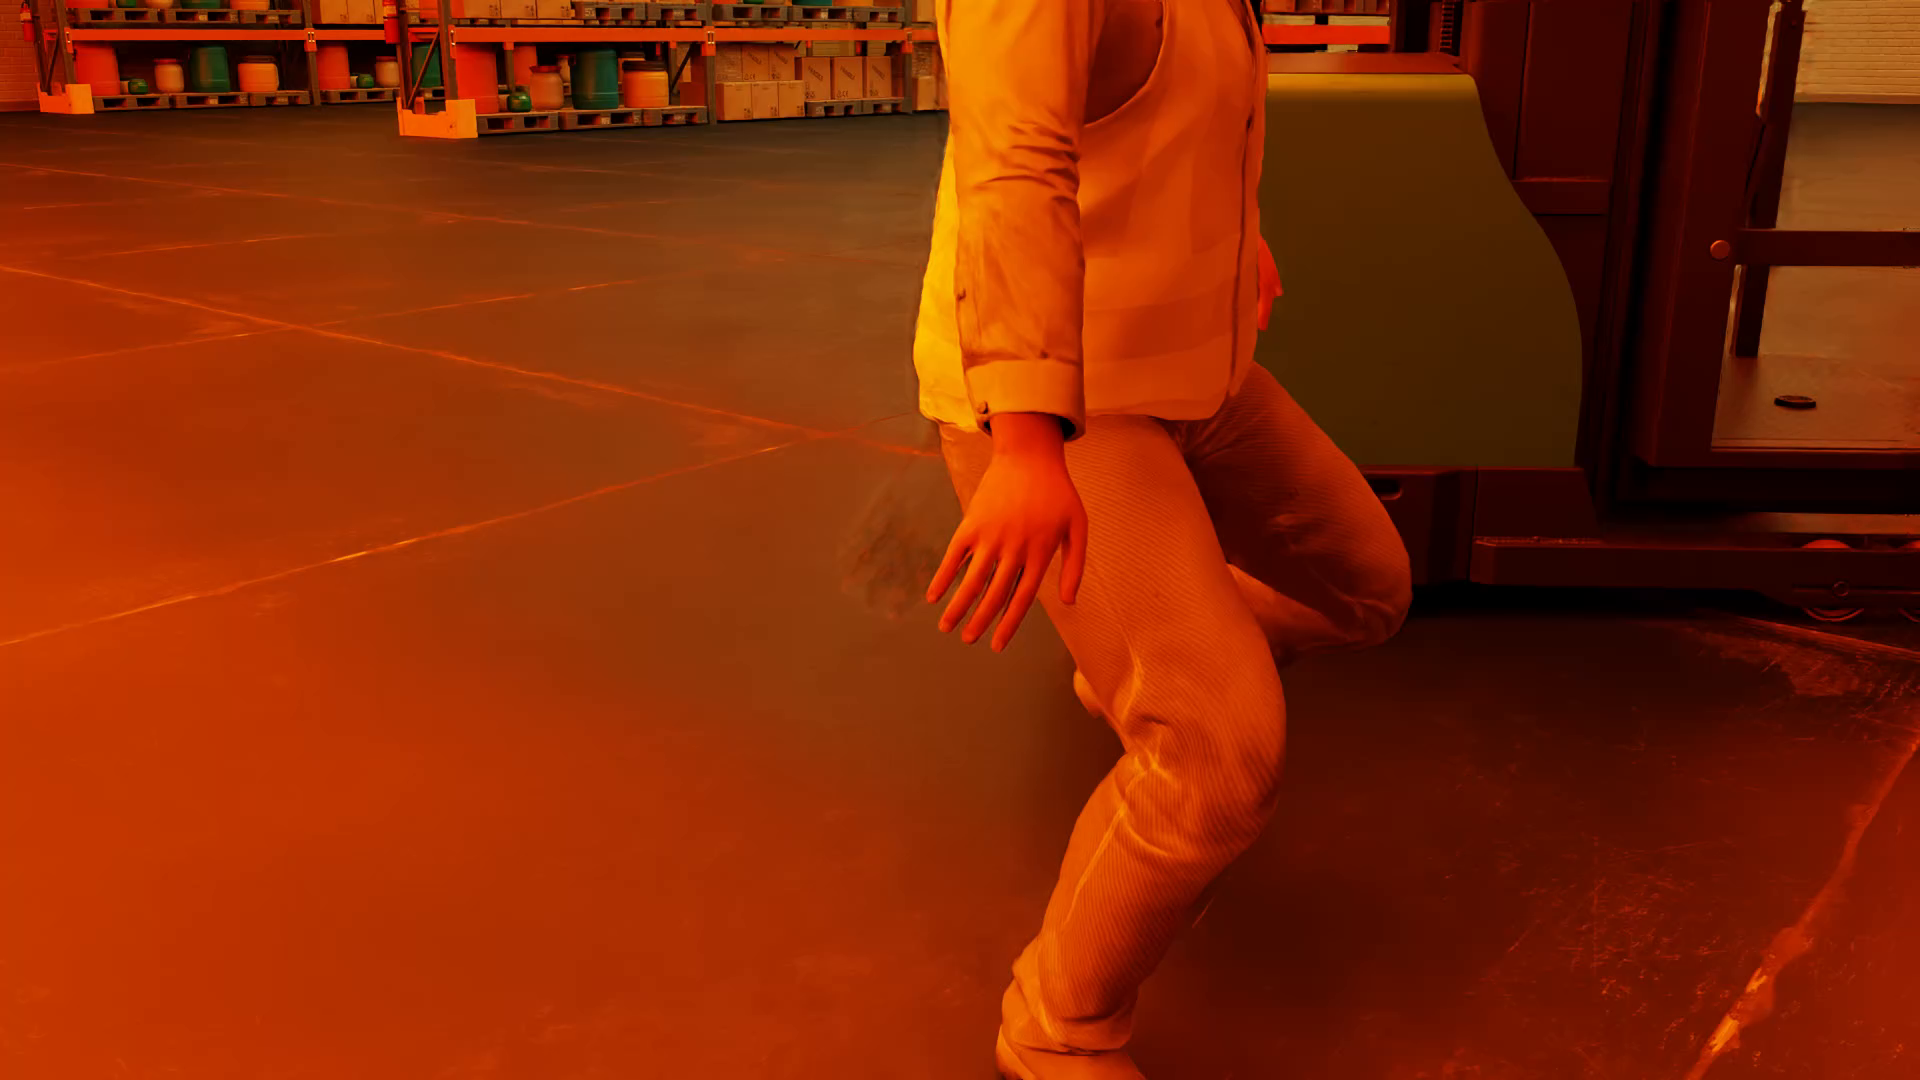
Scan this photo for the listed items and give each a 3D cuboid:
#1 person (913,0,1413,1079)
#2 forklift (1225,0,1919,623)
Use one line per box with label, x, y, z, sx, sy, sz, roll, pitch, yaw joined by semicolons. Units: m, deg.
person;0.202;-0.193;1.843;0.503;1.653;1.047;9;19;26
forklift;1.716;-1.391;3.478;3.031;2.935;1.130;1;17;3
